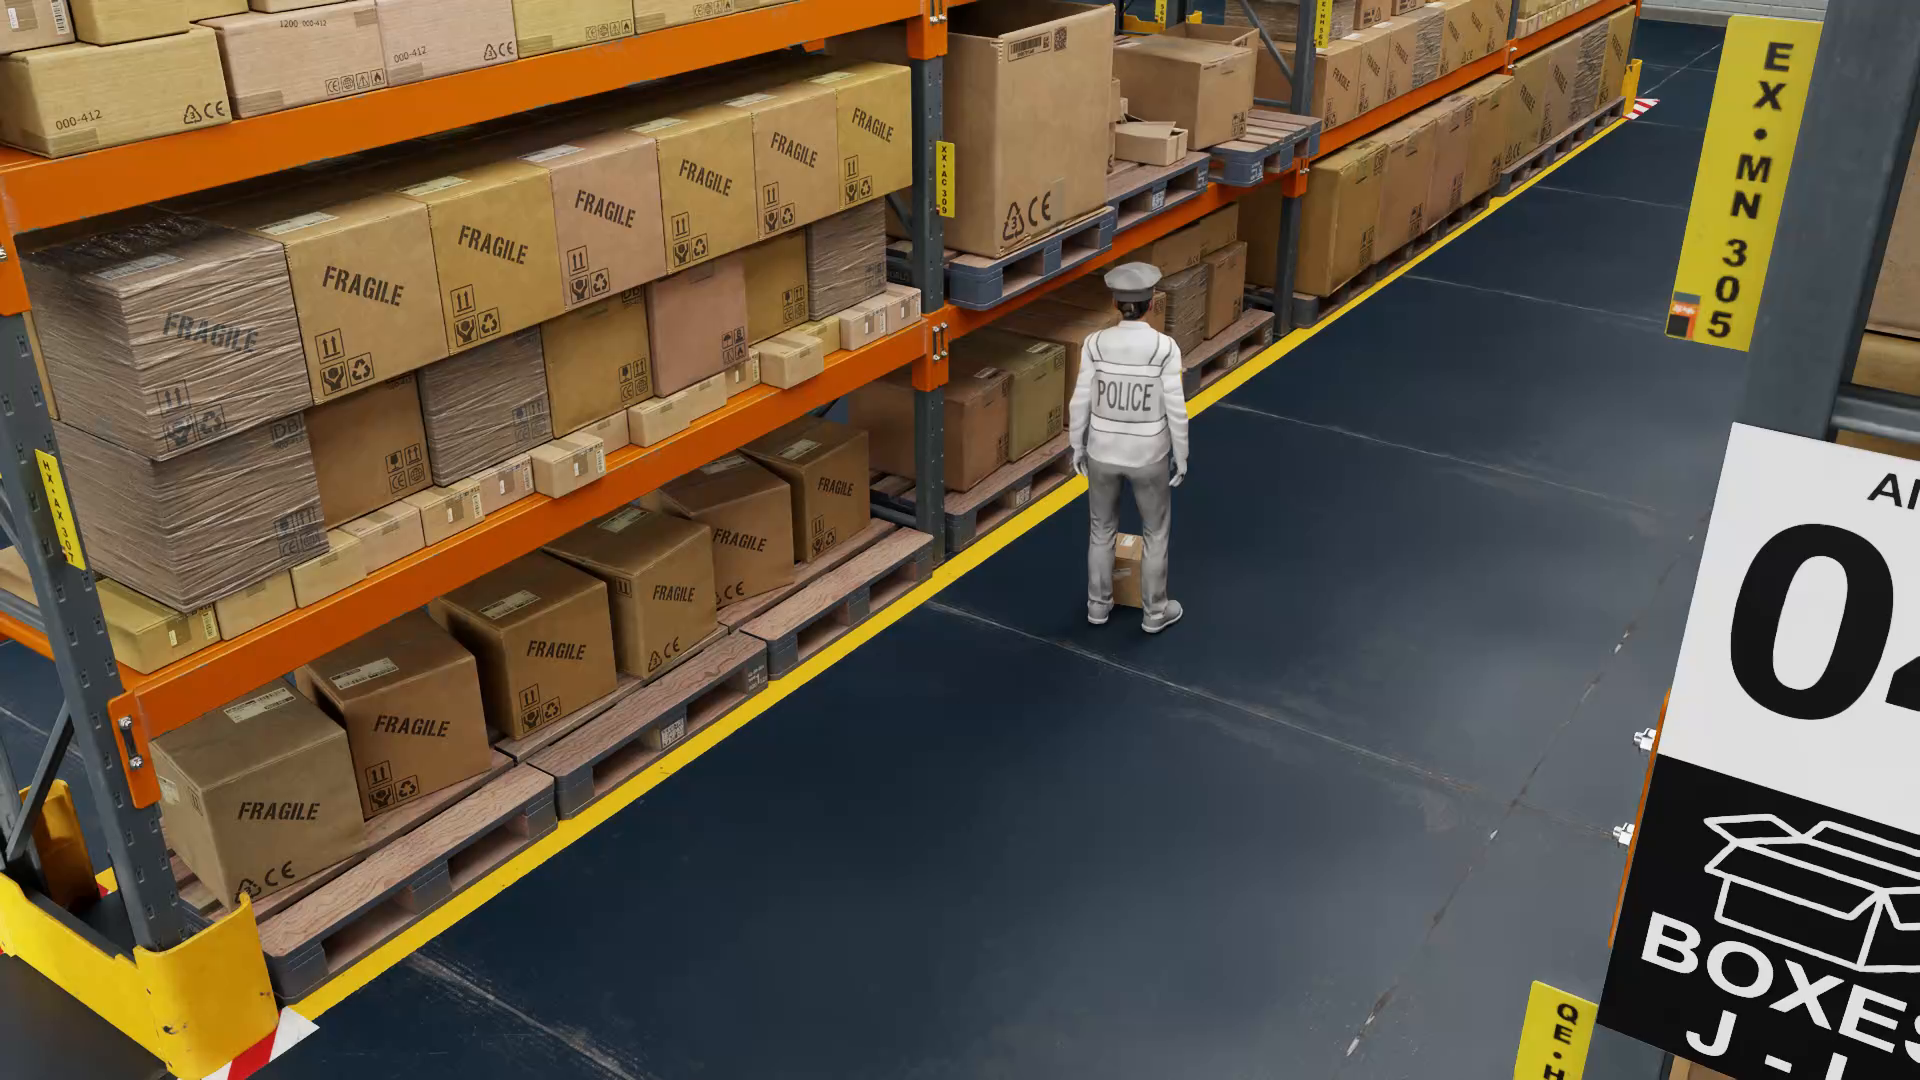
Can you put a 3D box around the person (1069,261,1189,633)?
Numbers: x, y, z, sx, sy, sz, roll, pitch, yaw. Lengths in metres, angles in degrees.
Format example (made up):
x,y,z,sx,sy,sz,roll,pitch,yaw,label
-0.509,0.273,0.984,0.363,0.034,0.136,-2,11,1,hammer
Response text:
x,y,z,sx,sy,sz,roll,pitch,yaw,label
0.747,-0.377,7.352,0.540,1.662,0.374,8,28,15,person
